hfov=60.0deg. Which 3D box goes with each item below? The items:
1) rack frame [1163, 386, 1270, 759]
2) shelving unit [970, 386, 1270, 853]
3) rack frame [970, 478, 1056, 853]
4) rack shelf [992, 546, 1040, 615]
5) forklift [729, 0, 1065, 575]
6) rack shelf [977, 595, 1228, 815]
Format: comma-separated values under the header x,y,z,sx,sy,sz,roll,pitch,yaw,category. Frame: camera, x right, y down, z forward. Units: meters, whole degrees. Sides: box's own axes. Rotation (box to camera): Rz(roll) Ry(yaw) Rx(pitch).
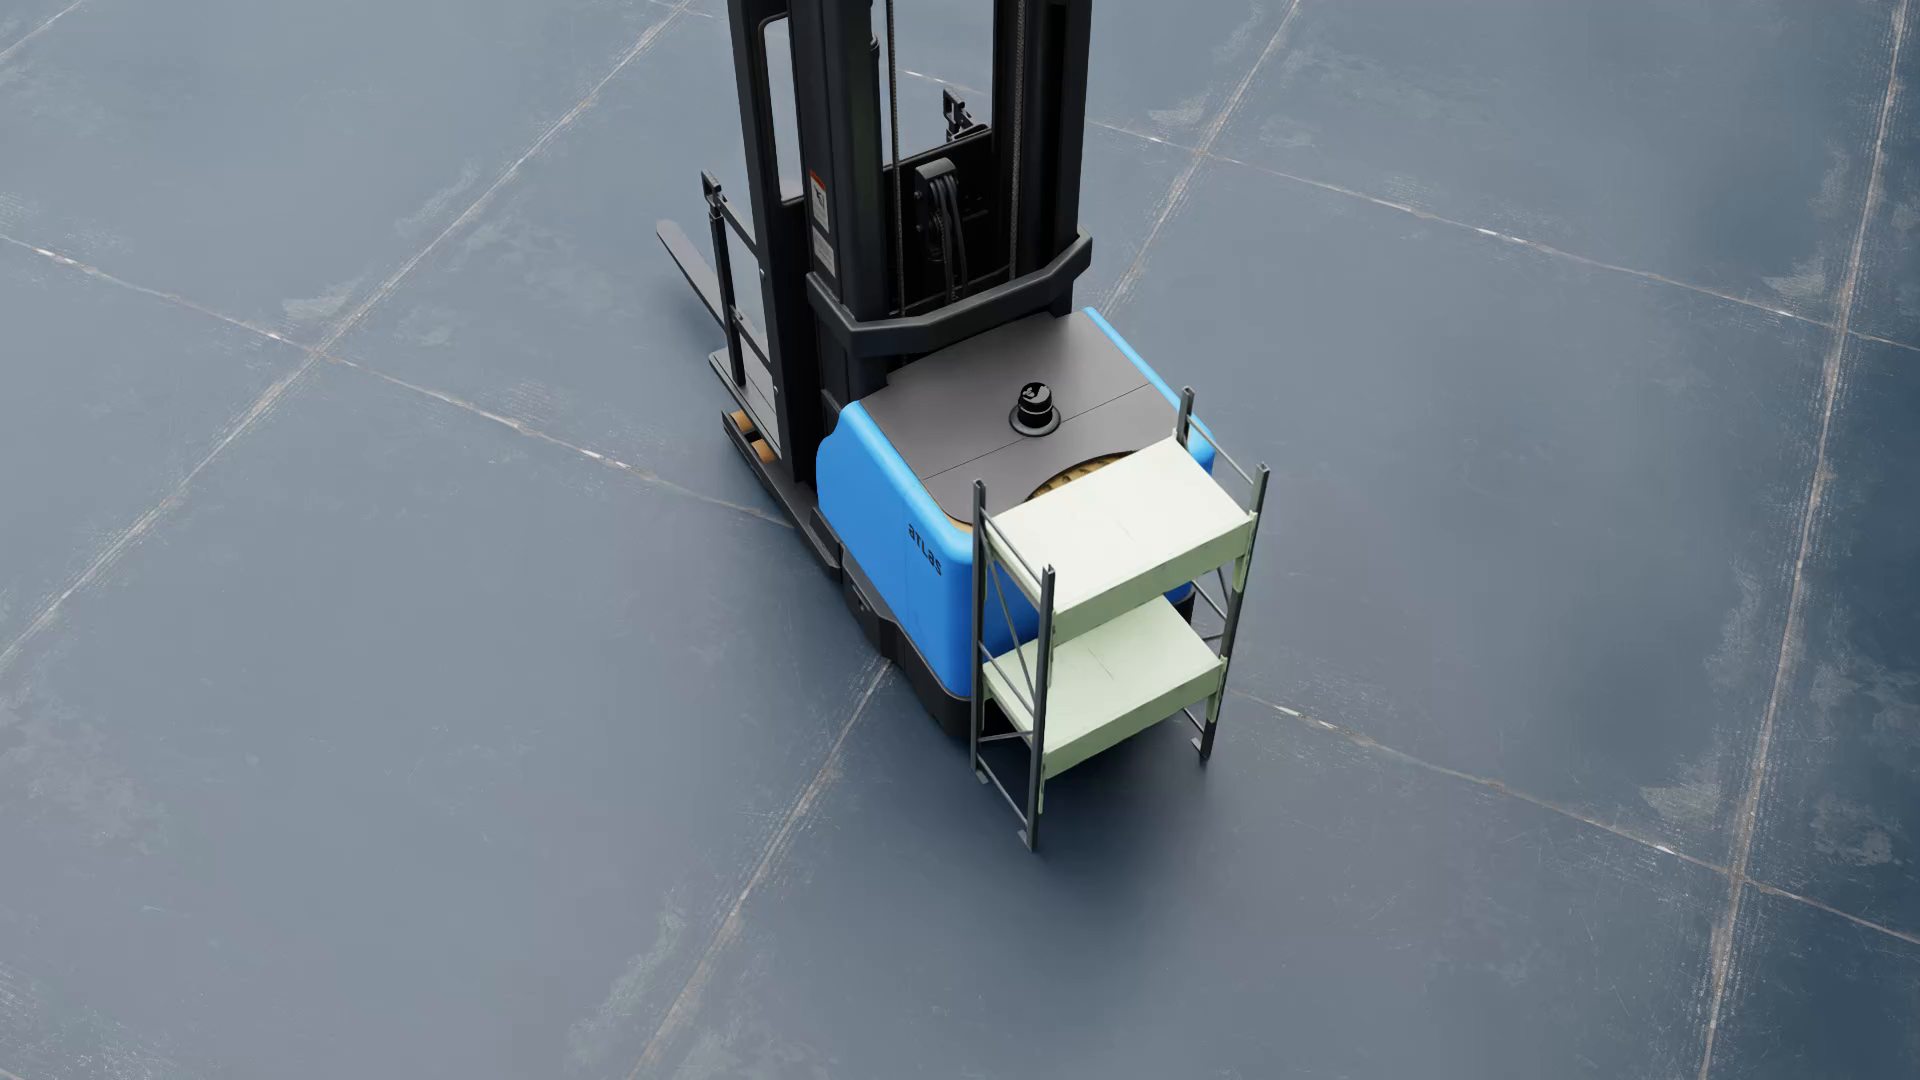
x,y,z,sx,sy,sz,roll,pitch,yaw,category
0.778,0.157,5.447,0.023,1.500,0.400,-24,54,-19,rack frame
6.568,-11.338,15.229,26.925,1.500,20.390,-24,54,-19,shelving unit
0.149,0.443,5.203,0.023,1.500,0.400,-24,54,-19,rack frame
0.464,0.001,4.973,0.664,0.071,0.332,-24,54,-19,rack shelf
7.473,-16.734,14.888,32.329,9.011,25.350,-24,54,-19,forklift
6.575,-11.053,15.571,26.908,0.609,20.390,-24,54,-19,rack shelf
